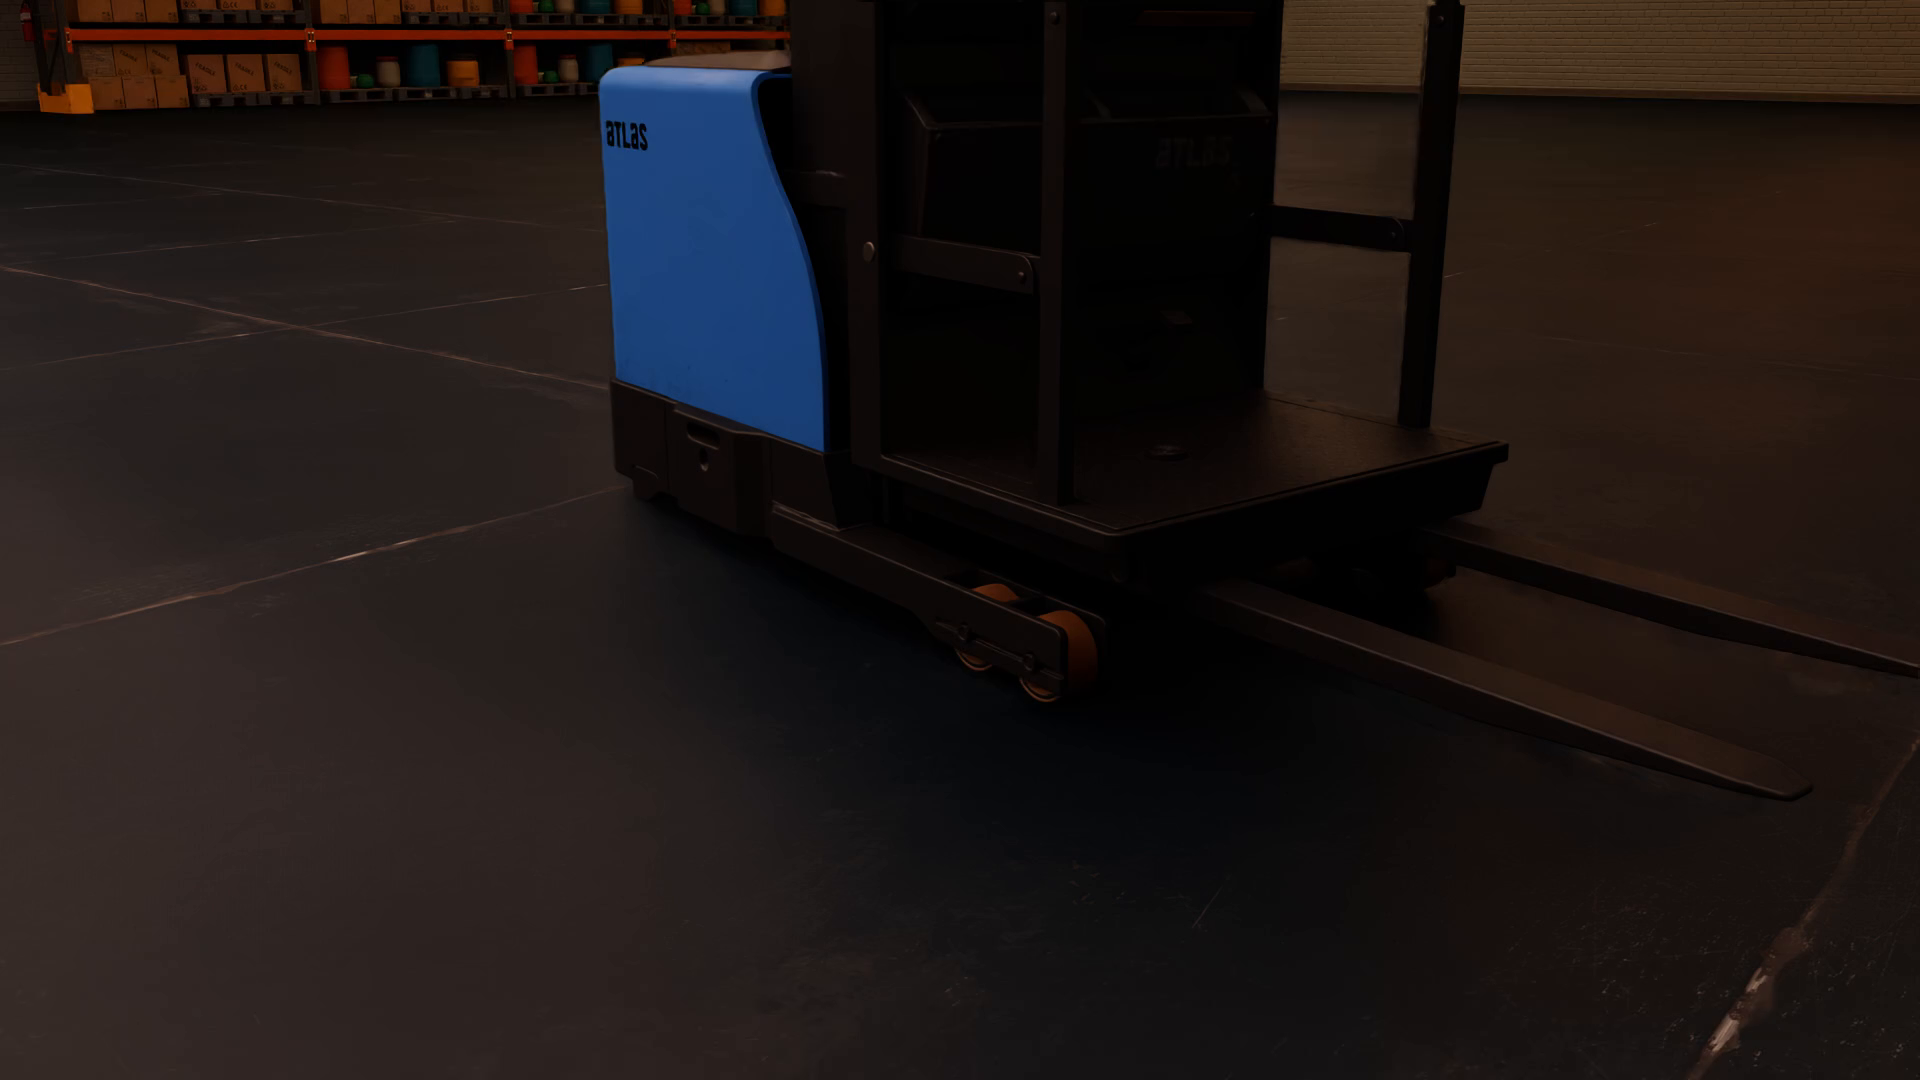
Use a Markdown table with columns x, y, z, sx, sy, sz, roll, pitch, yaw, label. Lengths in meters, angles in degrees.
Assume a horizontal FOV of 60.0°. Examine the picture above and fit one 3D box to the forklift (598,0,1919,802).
| x | y | z | sx | sy | sz | roll | pitch | yaw | label |
| --- | --- | --- | --- | --- | --- | --- | --- | --- | --- |
| 0.398 | -1.271 | 3.085 | 1.130 | 2.935 | 3.031 | -12 | 21 | -35 | forklift |
